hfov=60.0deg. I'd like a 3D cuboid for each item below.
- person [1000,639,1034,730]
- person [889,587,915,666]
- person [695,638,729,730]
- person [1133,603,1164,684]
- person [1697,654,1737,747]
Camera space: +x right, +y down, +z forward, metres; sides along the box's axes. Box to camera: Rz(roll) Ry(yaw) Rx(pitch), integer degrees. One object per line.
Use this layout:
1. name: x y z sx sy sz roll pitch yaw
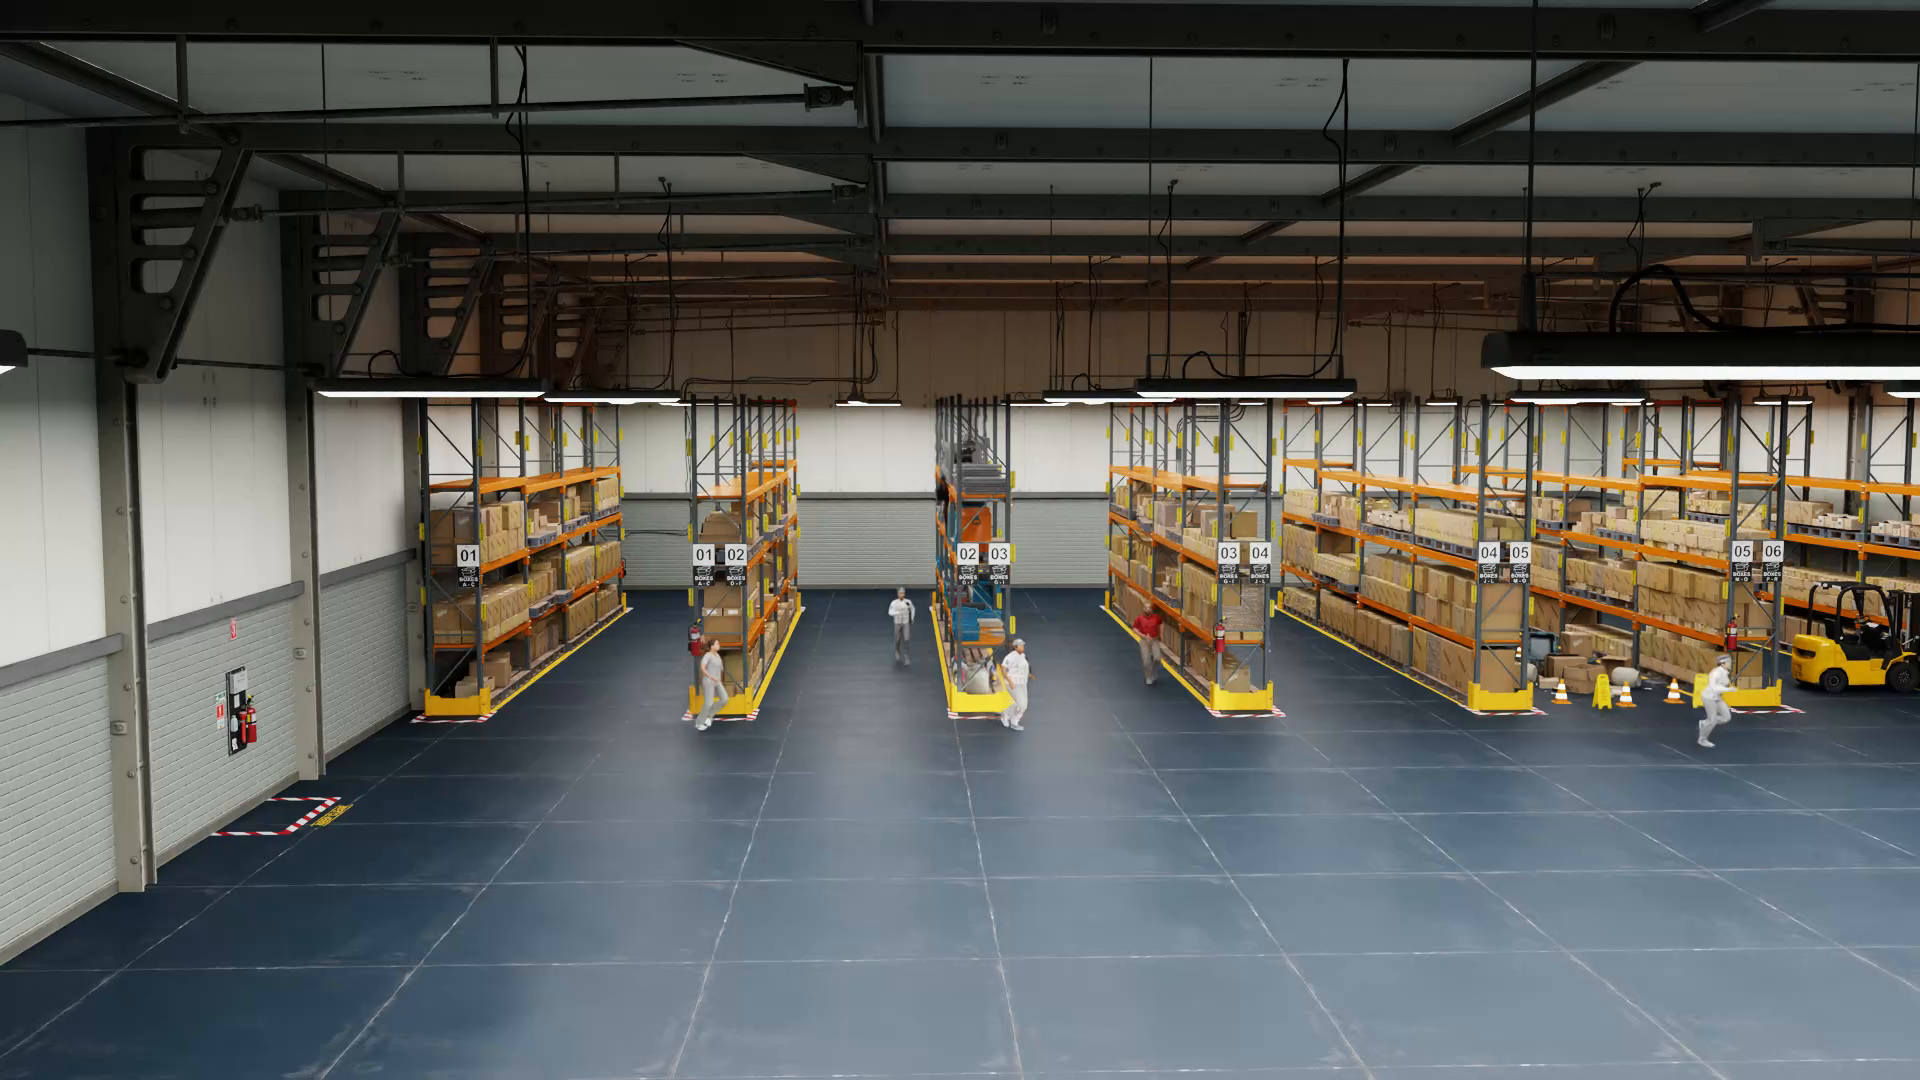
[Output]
1. person: 1.034 2.581 29.739 0.547 1.624 0.618 3 5 33
2. person: -1.302 1.921 37.498 0.536 1.733 0.839 -1 5 -7
3. person: -4.411 2.566 29.845 0.556 1.618 0.620 3 5 30
4. person: 3.947 2.156 34.654 0.683 1.685 0.570 0 4 -2
5. person: 12.813 2.712 28.109 0.595 1.624 0.647 -4 6 -44
